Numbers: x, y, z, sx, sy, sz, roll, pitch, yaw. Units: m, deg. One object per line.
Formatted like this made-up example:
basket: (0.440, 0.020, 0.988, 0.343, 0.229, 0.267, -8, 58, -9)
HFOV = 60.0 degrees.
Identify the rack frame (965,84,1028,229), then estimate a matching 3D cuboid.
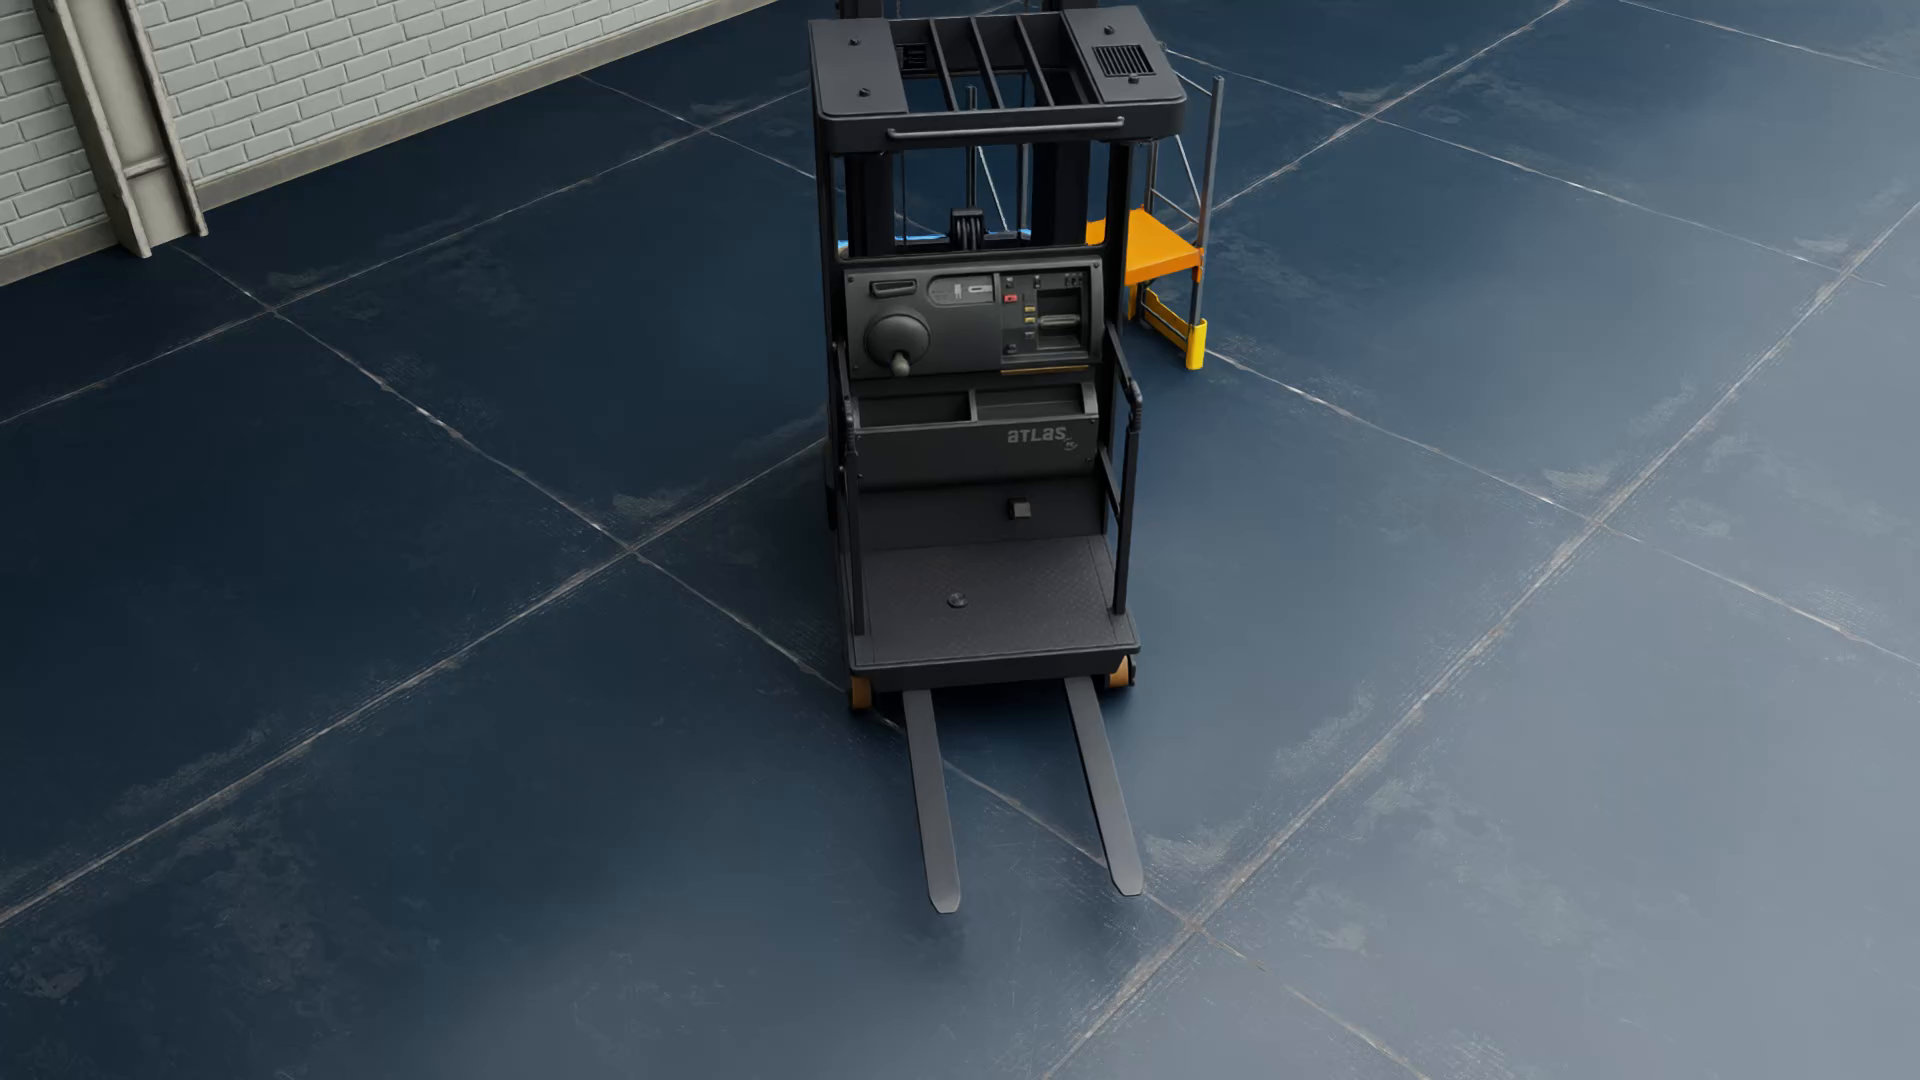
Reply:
rack frame: (0.159, -1.301, 7.680, 0.032, 1.500, 0.500, -19, 42, -22)

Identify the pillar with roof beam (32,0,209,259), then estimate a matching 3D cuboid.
pillar with roof beam: (-1.328, -3.426, 4.328, 9.100, 9.000, 0.400, 30, 47, 32)

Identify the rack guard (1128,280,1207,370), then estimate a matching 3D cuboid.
rack guard: (1.048, -1.117, 8.453, 0.087, 0.250, 0.587, -19, 42, -22)

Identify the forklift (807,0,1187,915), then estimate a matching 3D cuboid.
forklift: (0.081, -0.725, 5.807, 1.130, 2.935, 3.031, -4, 39, -5)

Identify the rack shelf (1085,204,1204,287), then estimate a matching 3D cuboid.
rack shelf: (0.604, -1.313, 7.985, 1.000, 0.185, 0.538, -19, 42, -22)

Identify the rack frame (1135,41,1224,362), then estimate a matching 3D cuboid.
rack frame: (1.049, -1.606, 8.065, 0.032, 1.500, 0.500, -19, 42, -22)

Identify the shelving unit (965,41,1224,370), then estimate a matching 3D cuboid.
shelving unit: (0.612, -1.456, 7.876, 1.083, 1.500, 0.587, -19, 42, -22)
